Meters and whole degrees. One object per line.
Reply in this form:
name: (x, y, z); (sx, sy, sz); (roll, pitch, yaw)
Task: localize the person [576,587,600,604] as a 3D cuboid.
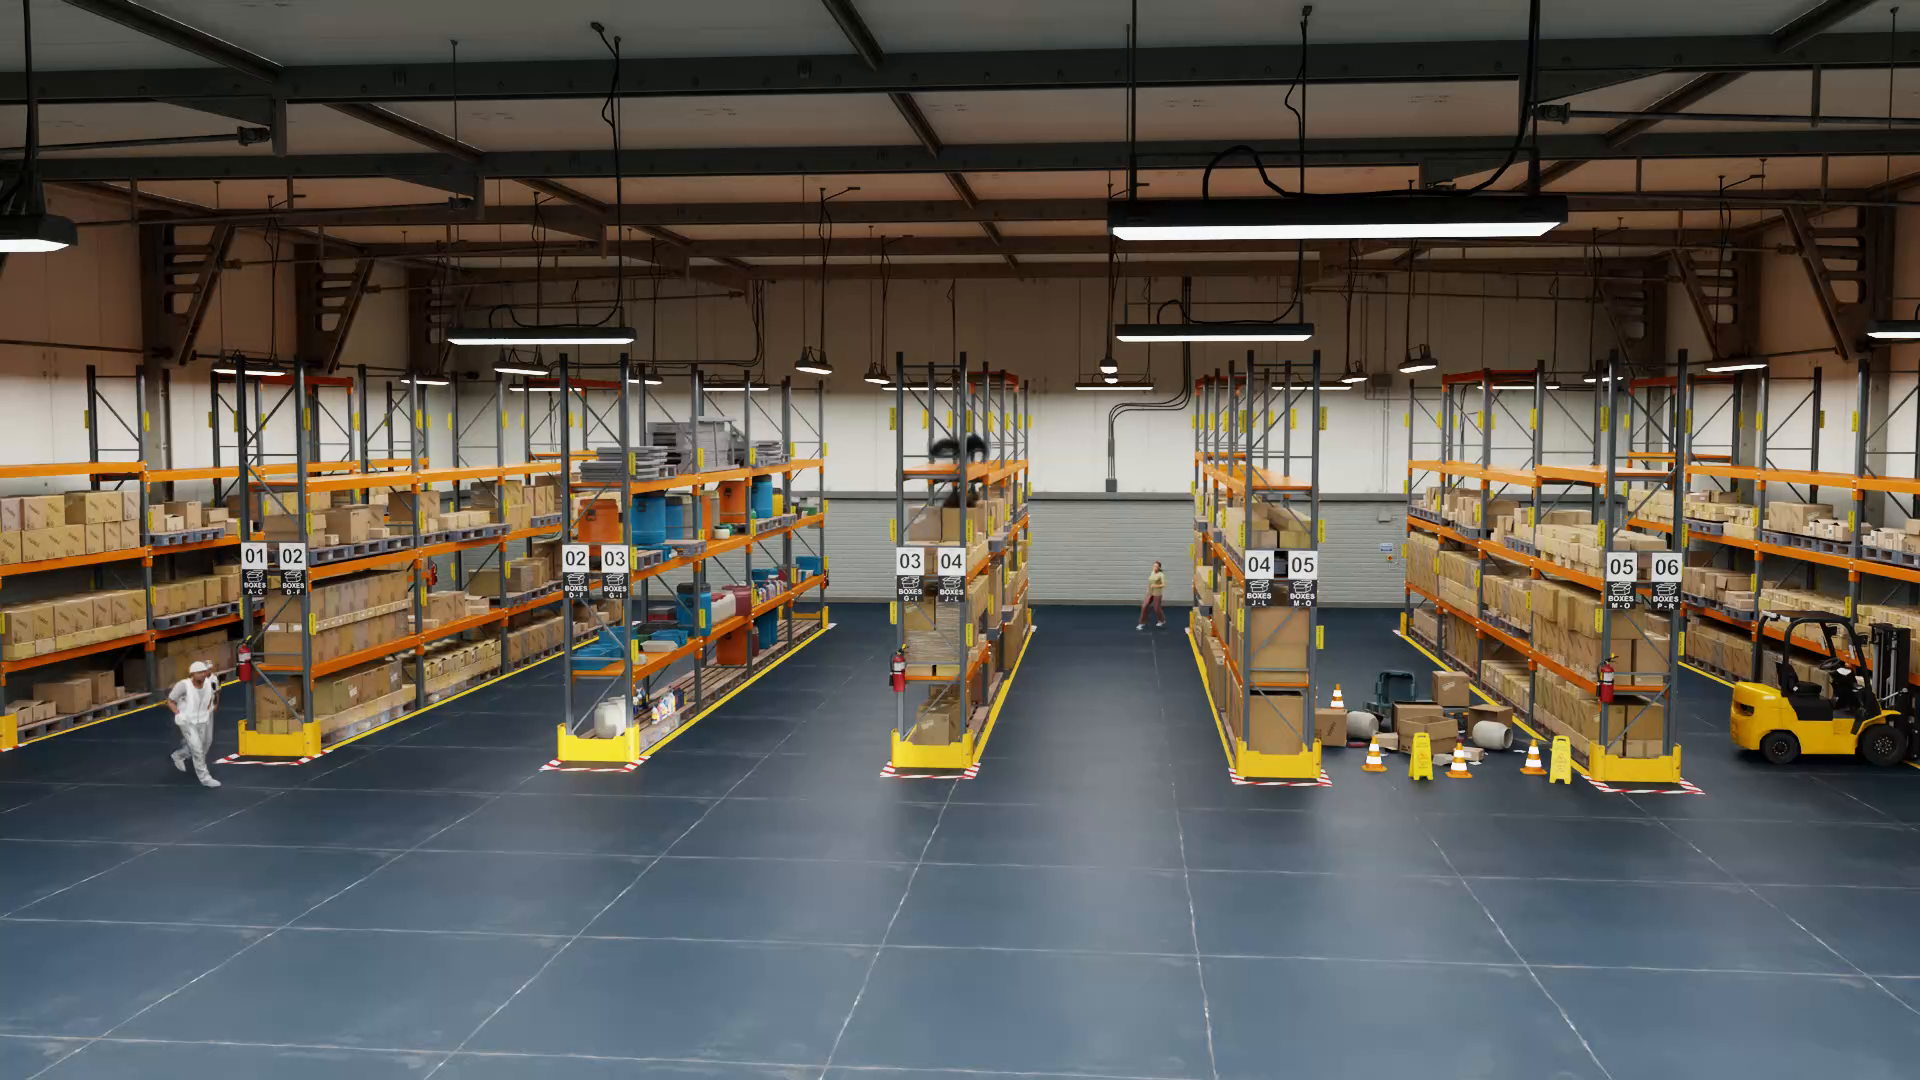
person: (-9.477, 1.264, 42.317); (1.049, 1.423, 0.522); (3, 5, 35)

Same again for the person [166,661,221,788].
person: (-10.615, 2.516, 22.871); (0.960, 1.738, 0.684); (3, 5, 33)

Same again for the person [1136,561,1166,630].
person: (4.731, 1.329, 40.037); (0.590, 1.664, 0.922); (4, 6, 45)

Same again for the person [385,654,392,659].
person: (-11.363, 1.870, 32.846); (0.615, 1.613, 0.684); (-1, 4, -11)

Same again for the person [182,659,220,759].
person: (-10.976, 2.501, 23.993); (0.703, 1.619, 0.566); (3, 5, 36)
